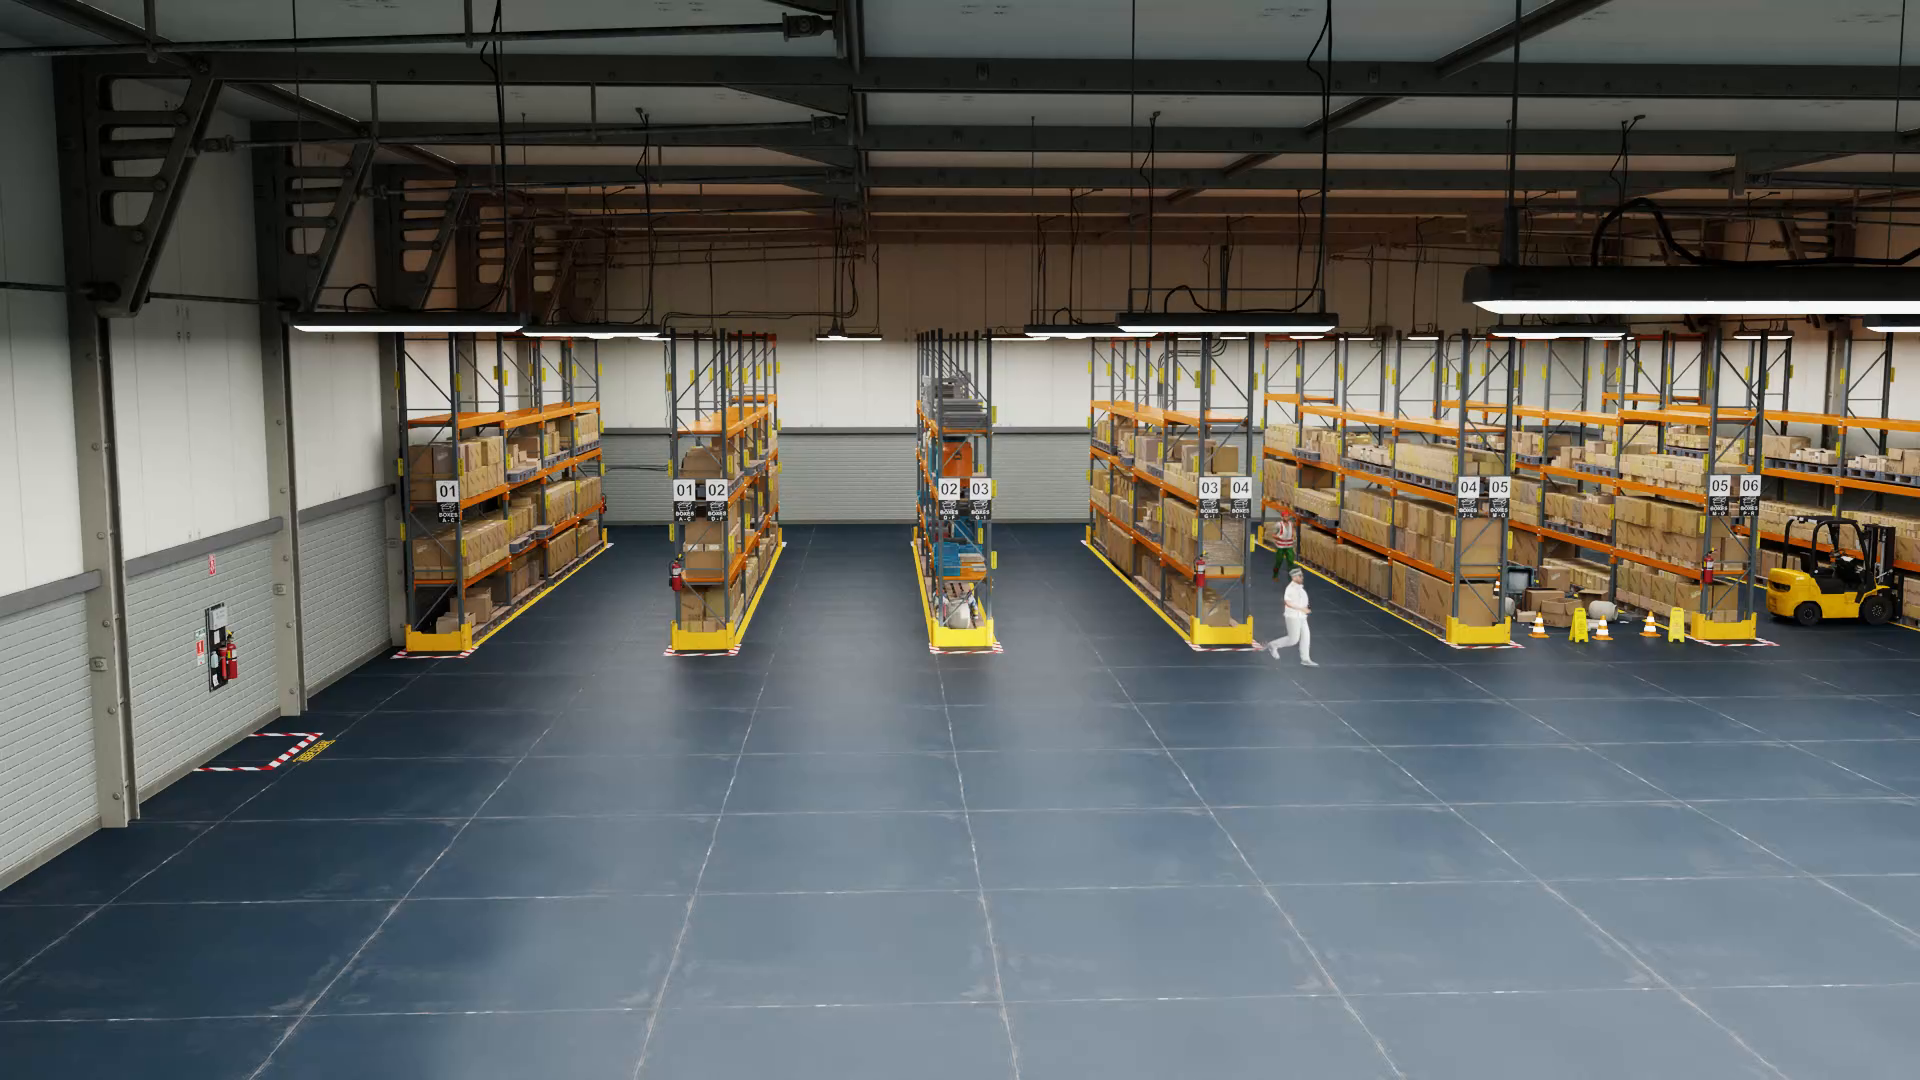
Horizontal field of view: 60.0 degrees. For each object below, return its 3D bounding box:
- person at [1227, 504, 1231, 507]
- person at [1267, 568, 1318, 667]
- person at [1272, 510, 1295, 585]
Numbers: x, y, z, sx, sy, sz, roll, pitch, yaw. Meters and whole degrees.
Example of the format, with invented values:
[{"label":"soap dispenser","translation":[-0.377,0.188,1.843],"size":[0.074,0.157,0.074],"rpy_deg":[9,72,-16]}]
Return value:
[{"label":"person","translation":[7.583,-0.780,48.433],"size":[0.667,1.611,0.857],"rpy_deg":[5,8,35]},{"label":"person","translation":[5.955,1.367,29.632],"size":[0.920,1.770,0.677],"rpy_deg":[4,8,30]},{"label":"person","translation":[7.657,0.184,39.354],"size":[0.607,1.806,0.935],"rpy_deg":[-1,7,-9]}]
